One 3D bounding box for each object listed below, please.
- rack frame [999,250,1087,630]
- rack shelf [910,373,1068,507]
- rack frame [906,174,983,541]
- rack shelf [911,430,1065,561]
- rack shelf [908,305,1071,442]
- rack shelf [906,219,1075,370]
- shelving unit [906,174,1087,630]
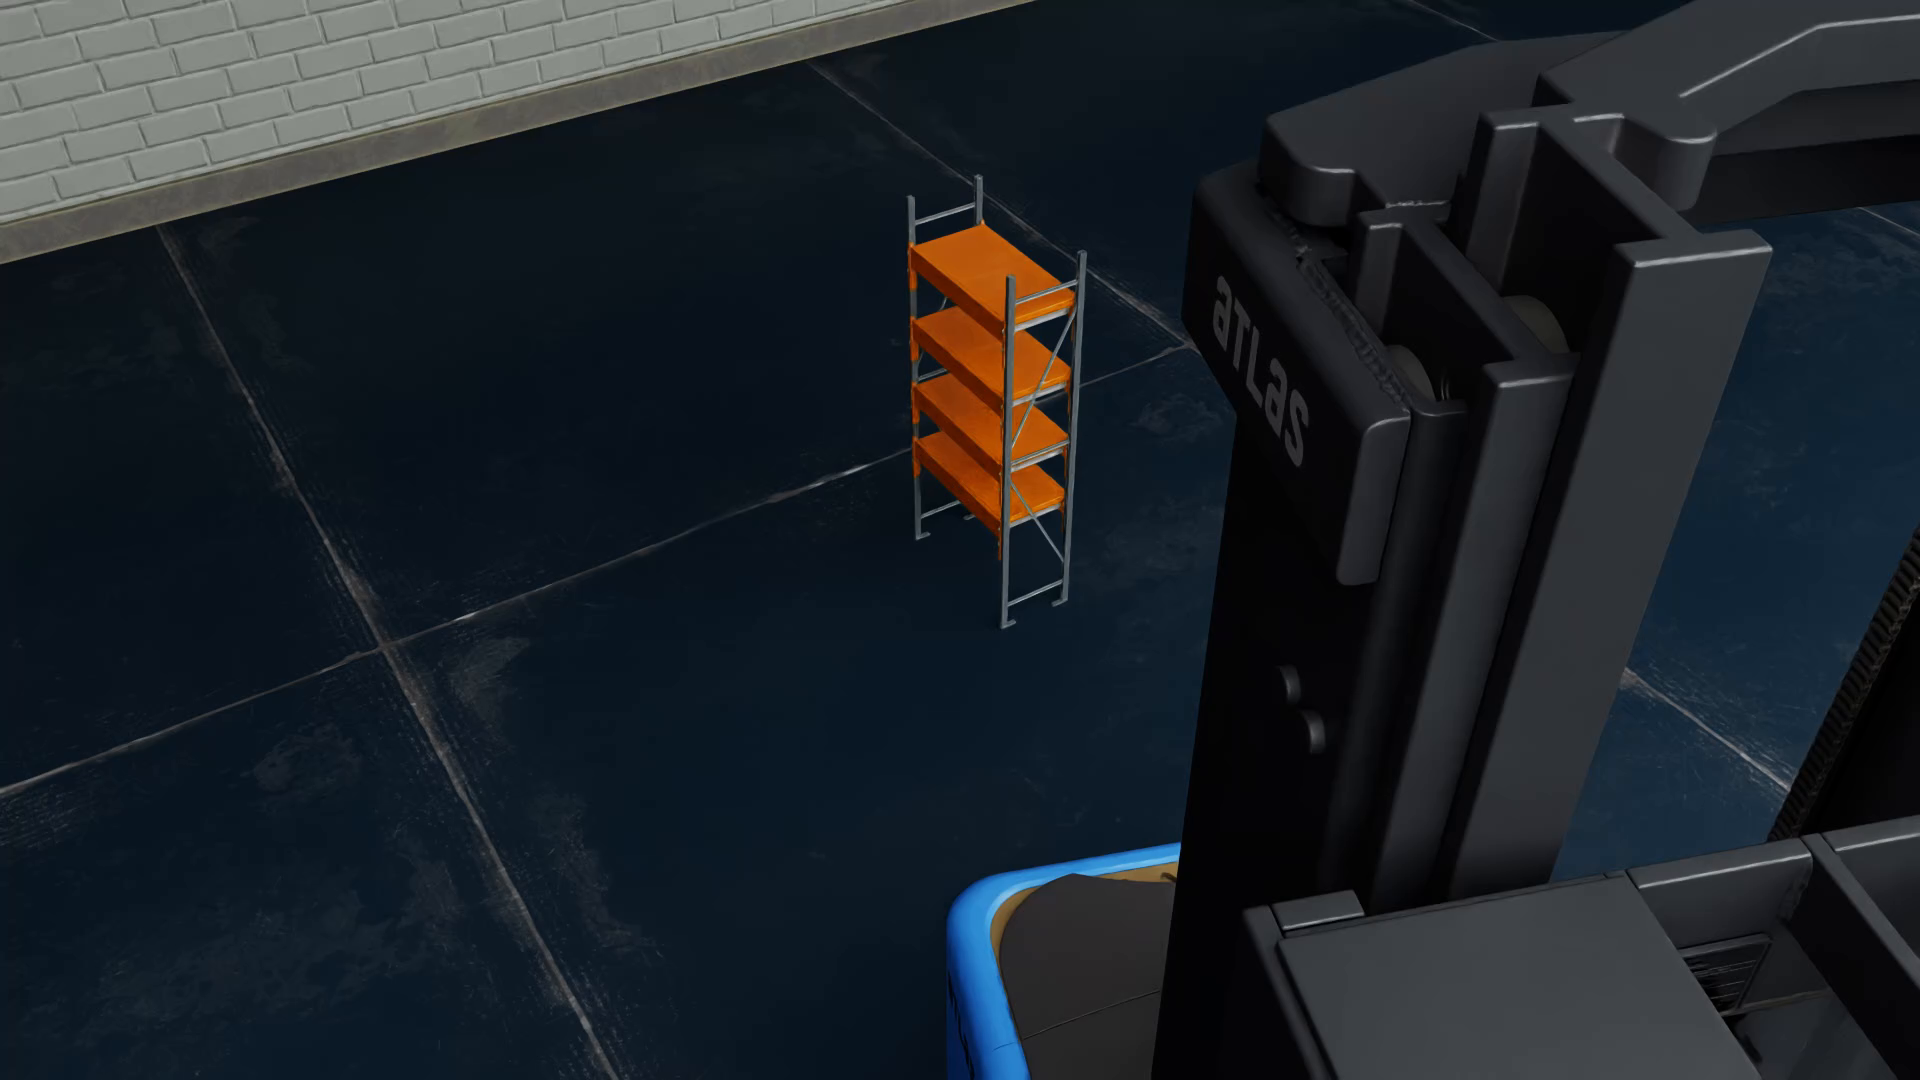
[{"bbox_3d":[0.220,-0.240,4.601,0.240,1.200,0.015,-22,45,-24],"label":"rack frame"},{"bbox_3d":[0.089,-0.320,4.802,0.258,0.148,0.480,-22,45,-24],"label":"rack shelf"},{"bbox_3d":[-0.042,-0.503,4.917,0.240,1.200,0.015,-22,45,-24],"label":"rack frame"},{"bbox_3d":[0.089,-0.167,4.929,0.258,0.148,0.480,-22,45,-24],"label":"rack shelf"},{"bbox_3d":[0.089,-0.492,4.659,0.258,0.148,0.480,-22,45,-24],"label":"rack shelf"},{"bbox_3d":[0.089,-0.673,4.507,0.258,0.148,0.480,-22,45,-24],"label":"rack shelf"},{"bbox_3d":[0.089,-0.372,4.759,0.258,1.200,0.503,-22,45,-24],"label":"shelving unit"}]
